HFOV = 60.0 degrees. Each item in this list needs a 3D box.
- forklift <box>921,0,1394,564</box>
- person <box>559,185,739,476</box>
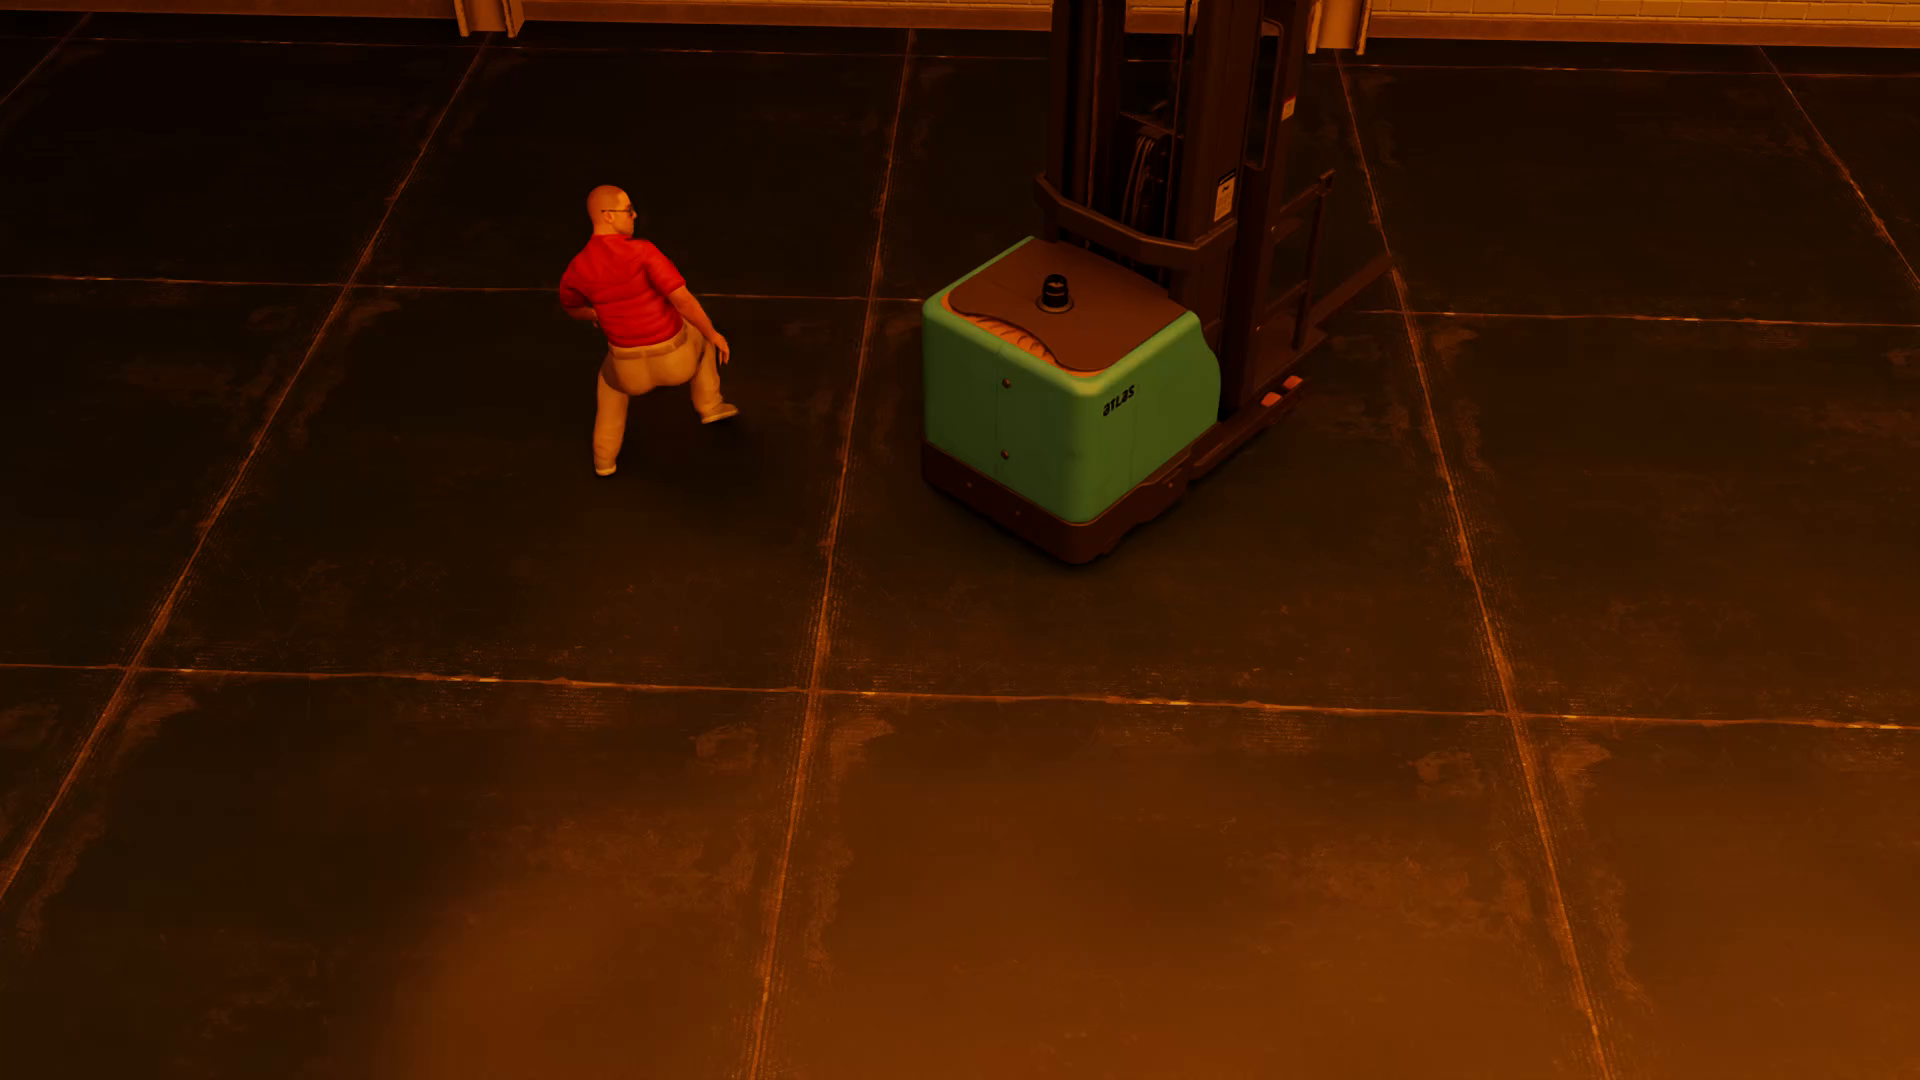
[{"bbox_3d":[1.172,-1.883,7.805,1.130,2.935,3.031,31,51,30],"label":"forklift"},{"bbox_3d":[-1.485,-1.009,7.956,0.801,1.502,0.679,0,42,0],"label":"person"}]
